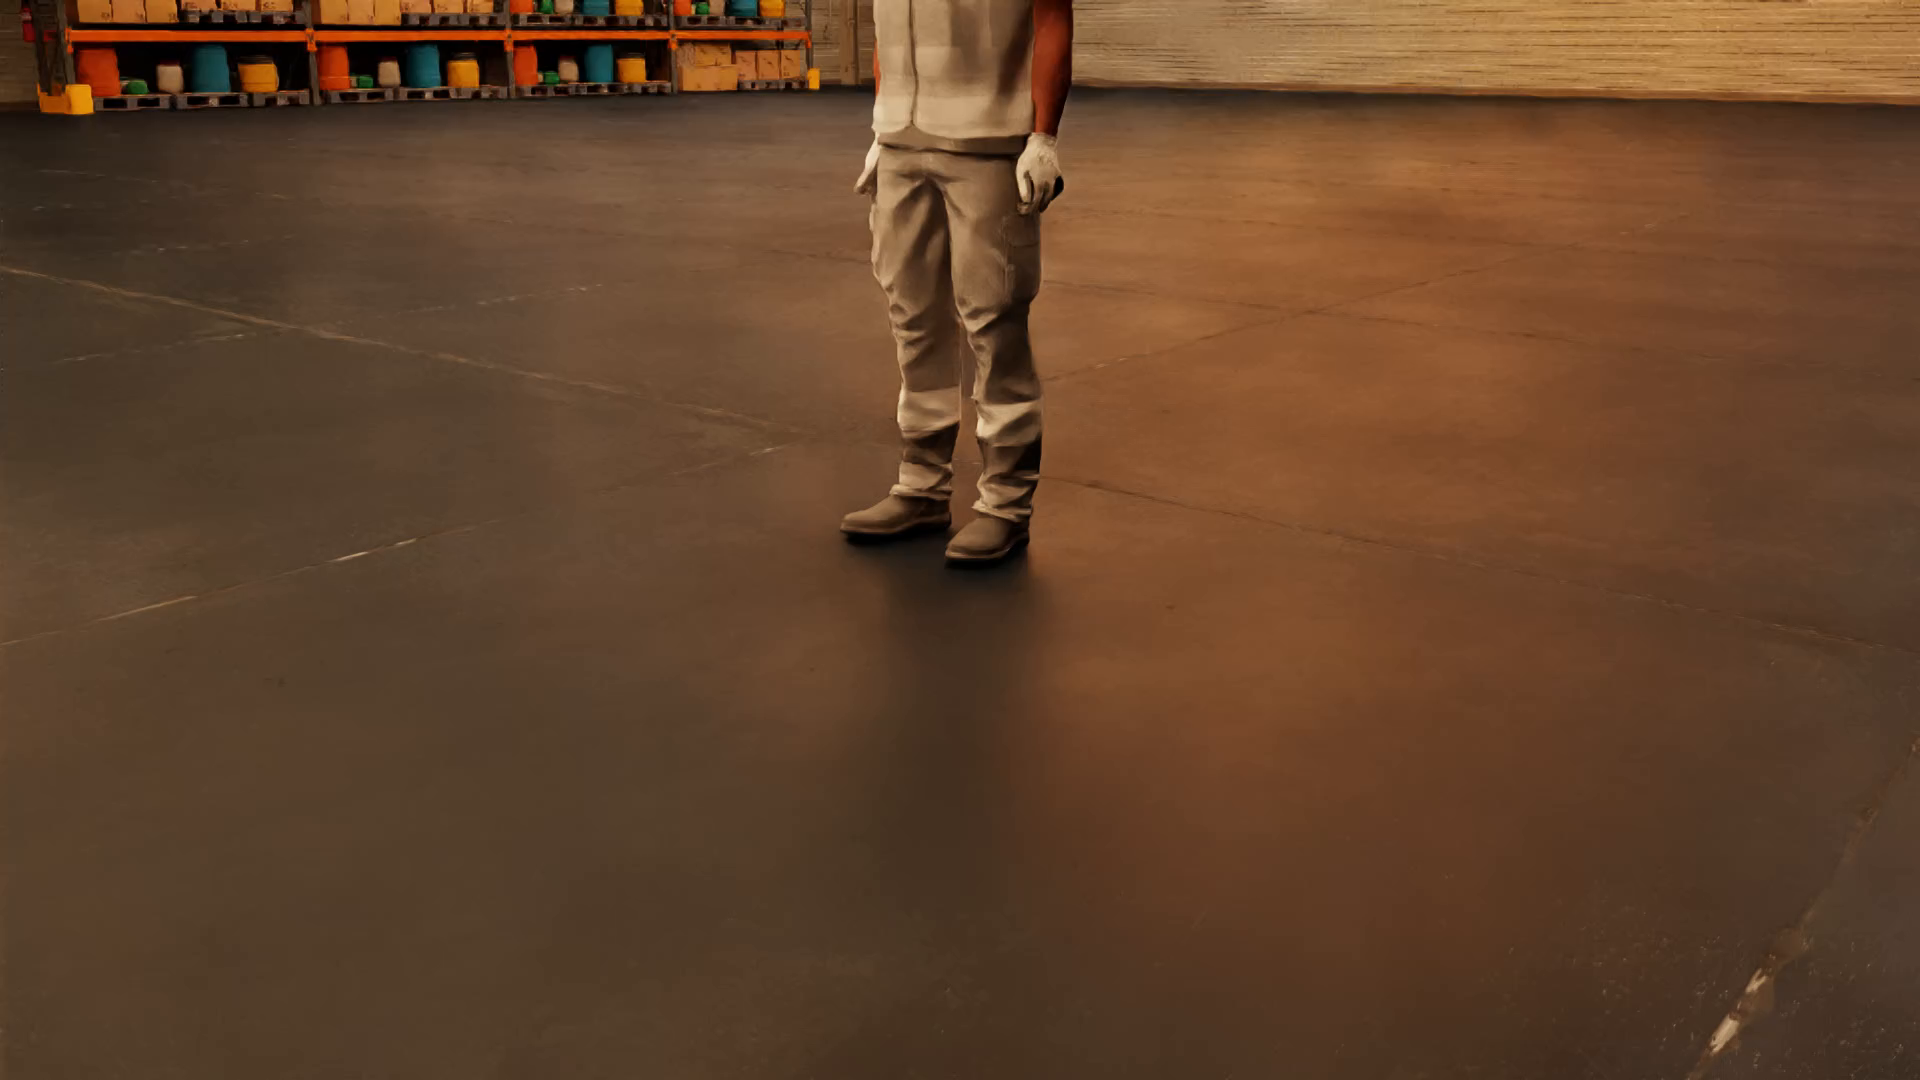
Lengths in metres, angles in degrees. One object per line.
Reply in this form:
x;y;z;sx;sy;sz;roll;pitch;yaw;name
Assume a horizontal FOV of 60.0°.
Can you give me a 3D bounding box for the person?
-0.012;-0.852;3.665;0.540;1.795;0.349;13;21;37;person
